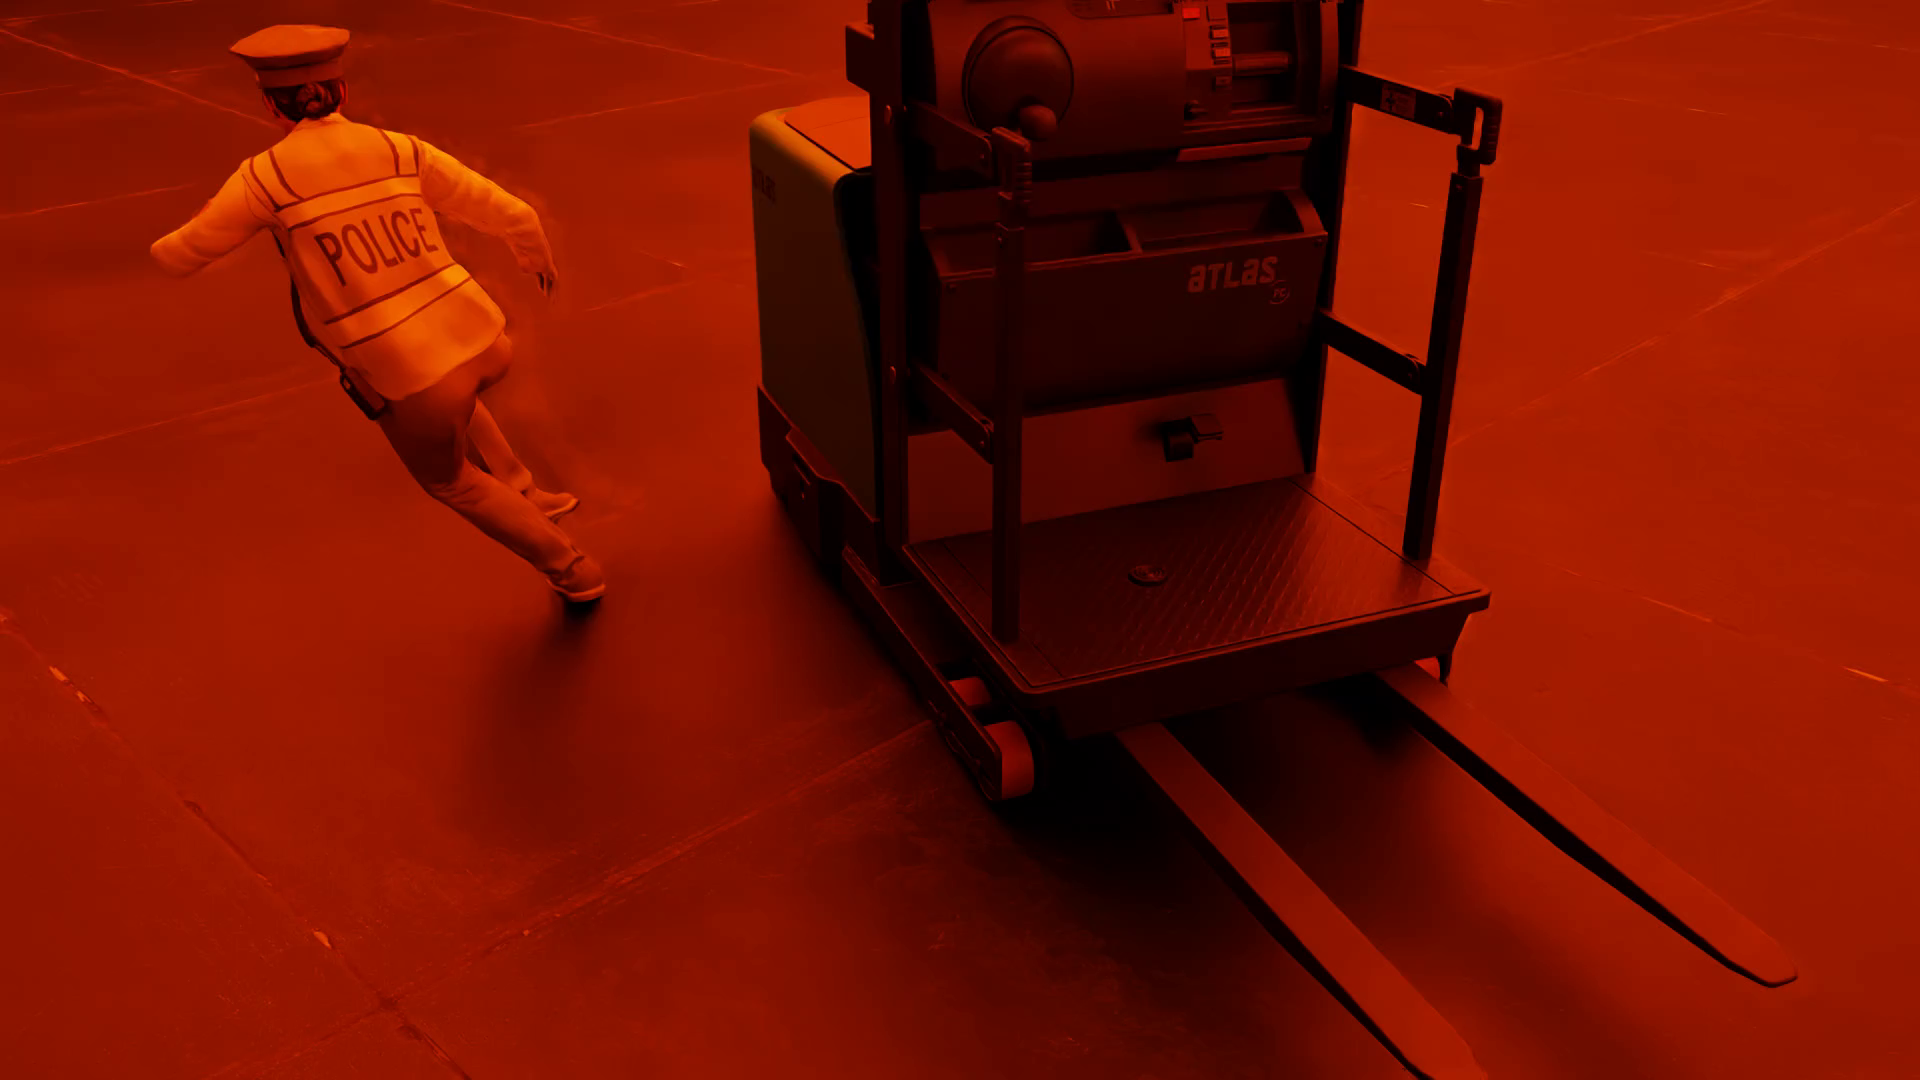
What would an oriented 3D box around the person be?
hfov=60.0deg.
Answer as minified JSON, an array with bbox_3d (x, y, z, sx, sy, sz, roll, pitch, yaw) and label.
[{"bbox_3d":[-1.326,-0.478,3.917,0.832,1.436,0.894,21,33,36],"label":"person"}]

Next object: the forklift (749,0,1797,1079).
[{"bbox_3d":[0.446,-0.987,3.226,1.130,2.935,3.031,-10,28,-20],"label":"forklift"}]
